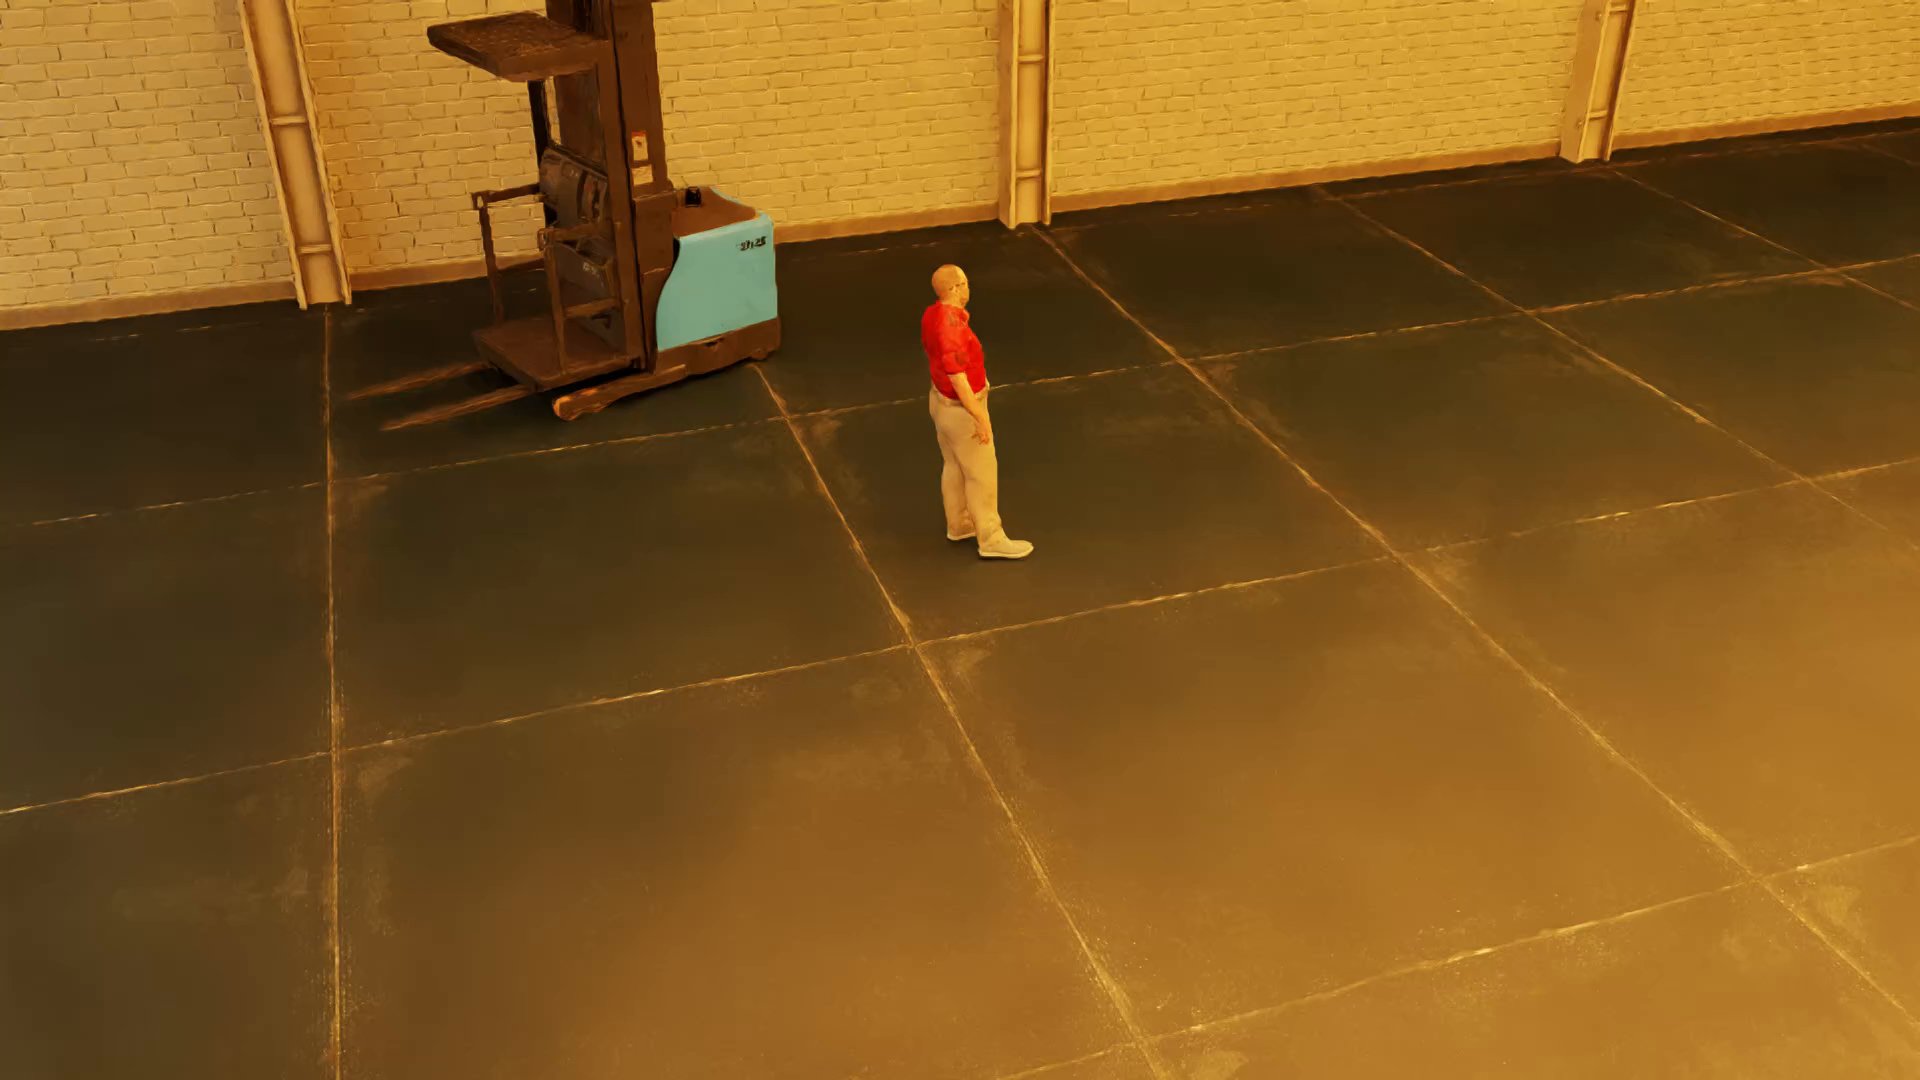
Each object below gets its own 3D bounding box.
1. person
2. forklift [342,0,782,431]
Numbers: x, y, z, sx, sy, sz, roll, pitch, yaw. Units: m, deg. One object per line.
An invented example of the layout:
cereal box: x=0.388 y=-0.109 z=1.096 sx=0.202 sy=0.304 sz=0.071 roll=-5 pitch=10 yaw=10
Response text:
person: x=0.089 y=-0.764 z=9.606 sx=0.550 sy=1.727 sz=0.640 roll=-10 pitch=31 yaw=-16
forklift: x=-2.797 y=-2.390 z=11.240 sx=3.031 sy=2.935 sz=1.130 roll=-22 pitch=36 yaw=-33
